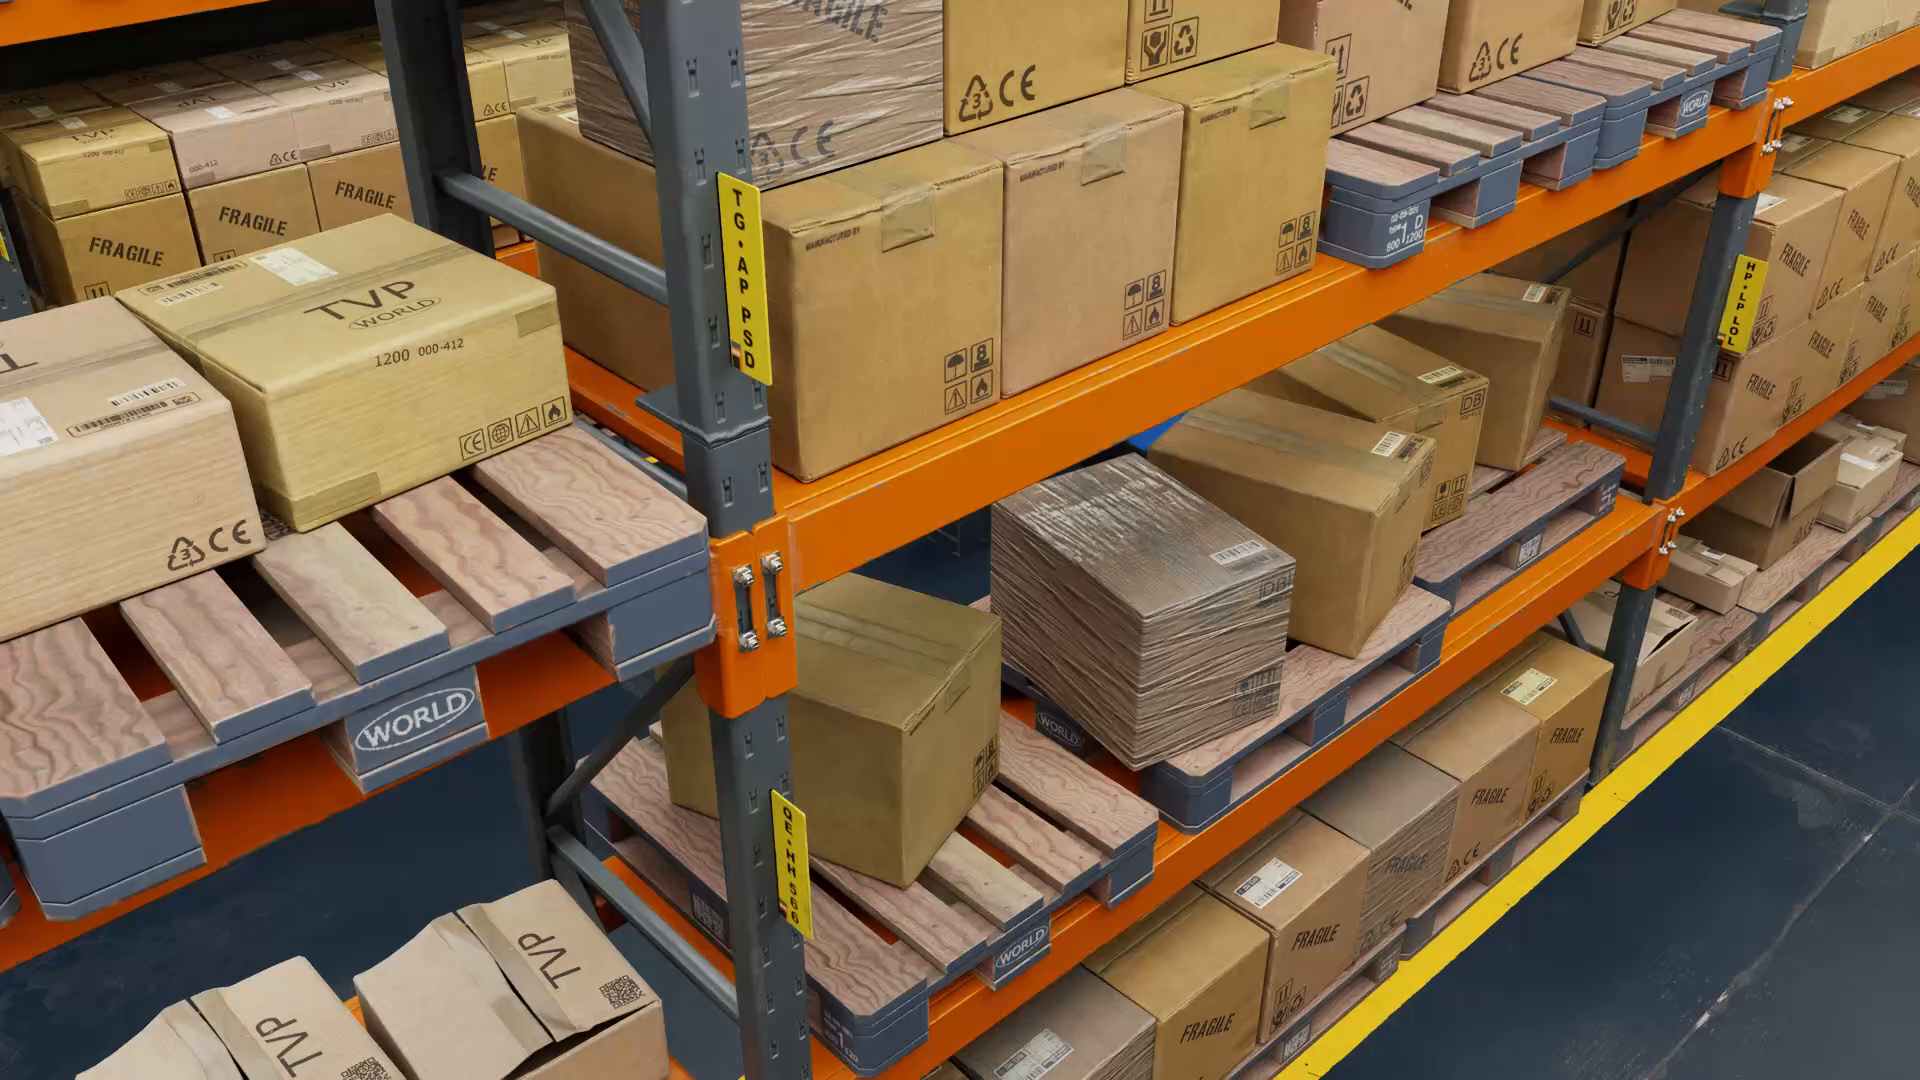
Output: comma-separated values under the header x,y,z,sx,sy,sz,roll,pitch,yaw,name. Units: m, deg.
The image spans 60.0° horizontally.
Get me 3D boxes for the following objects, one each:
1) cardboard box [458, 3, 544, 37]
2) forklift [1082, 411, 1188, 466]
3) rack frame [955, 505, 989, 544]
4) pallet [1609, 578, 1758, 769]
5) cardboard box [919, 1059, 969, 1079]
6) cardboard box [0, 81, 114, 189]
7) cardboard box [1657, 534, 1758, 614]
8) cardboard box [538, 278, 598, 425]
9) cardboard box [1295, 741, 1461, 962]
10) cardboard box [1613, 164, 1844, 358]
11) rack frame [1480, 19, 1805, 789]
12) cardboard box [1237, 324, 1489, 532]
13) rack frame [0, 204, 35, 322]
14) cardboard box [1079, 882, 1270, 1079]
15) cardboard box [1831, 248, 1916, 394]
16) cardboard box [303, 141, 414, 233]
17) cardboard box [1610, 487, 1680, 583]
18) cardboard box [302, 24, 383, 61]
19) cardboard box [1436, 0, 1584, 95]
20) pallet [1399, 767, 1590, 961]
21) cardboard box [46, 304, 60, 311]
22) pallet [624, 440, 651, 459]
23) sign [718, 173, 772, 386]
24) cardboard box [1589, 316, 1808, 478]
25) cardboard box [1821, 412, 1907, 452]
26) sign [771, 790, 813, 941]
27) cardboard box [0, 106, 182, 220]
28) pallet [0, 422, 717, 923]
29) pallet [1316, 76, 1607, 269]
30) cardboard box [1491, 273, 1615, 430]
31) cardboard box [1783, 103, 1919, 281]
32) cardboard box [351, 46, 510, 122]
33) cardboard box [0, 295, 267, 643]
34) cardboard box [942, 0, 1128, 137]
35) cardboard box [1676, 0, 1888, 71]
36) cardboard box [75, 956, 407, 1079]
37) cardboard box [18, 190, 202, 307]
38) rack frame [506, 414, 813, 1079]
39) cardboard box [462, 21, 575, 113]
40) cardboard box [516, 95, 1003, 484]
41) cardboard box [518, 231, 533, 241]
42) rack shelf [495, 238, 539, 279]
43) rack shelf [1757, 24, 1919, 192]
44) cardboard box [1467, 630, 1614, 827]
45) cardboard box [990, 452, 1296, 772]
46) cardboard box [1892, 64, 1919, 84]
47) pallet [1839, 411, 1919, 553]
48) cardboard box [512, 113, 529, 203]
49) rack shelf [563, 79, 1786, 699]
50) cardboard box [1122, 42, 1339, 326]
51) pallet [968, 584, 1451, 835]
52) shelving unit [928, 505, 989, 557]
x,y,z,sx,sy,sz,roll,pitch,yaw,name
-2.400,-2.462,8.282,0.500,0.250,0.500,-27,41,-37,cardboard box
1.914,-2.043,8.781,3.031,2.935,1.130,-23,38,-33,forklift
0.056,-0.539,7.982,0.006,1.200,0.240,-26,40,-35,rack frame
2.732,0.445,7.321,1.213,0.211,1.003,-26,40,-35,pallet
-0.177,1.744,4.498,0.500,0.500,0.500,-24,39,-34,cardboard box
-3.920,-1.735,7.093,0.500,0.250,0.500,-25,39,-34,cardboard box
3.311,0.142,7.436,0.250,0.166,0.380,-26,40,-35,cardboard box
-2.181,-1.061,8.768,0.750,0.750,0.750,-24,39,-34,cardboard box
1.325,1.011,5.695,0.500,0.500,0.500,-25,39,-35,cardboard box
2.765,-1.031,6.006,0.500,0.500,0.500,-25,39,-34,cardboard box
2.228,-0.502,6.195,0.127,3.000,1.000,-26,40,-35,rack frame
1.268,-0.373,5.486,0.500,0.500,0.700,-19,36,-28,cardboard box
-4.076,-0.977,6.972,0.127,3.000,1.000,-26,40,-35,rack frame
0.574,1.380,5.093,0.500,0.500,0.500,-26,40,-36,cardboard box
3.529,-0.980,6.882,0.500,0.500,0.500,-26,40,-36,cardboard box
-2.791,-1.587,7.570,0.500,0.500,0.500,-26,40,-36,cardboard box
3.003,-0.119,7.725,0.500,0.311,0.500,-26,40,-35,cardboard box
-2.786,-2.279,7.982,0.500,0.250,0.500,-27,40,-36,cardboard box
1.334,-1.650,4.603,0.600,0.600,0.600,-26,40,-36,cardboard box
1.657,0.991,6.427,1.213,0.211,1.003,-26,40,-35,pallet
-3.677,-0.906,7.078,0.250,0.149,0.380,-26,40,-36,cardboard box
-1.657,-0.903,9.525,1.213,0.211,1.003,-26,40,-35,pallet
-0.334,-0.402,2.585,0.005,0.325,0.100,-26,40,-35,sign
2.787,-0.621,6.295,0.500,0.500,0.500,-25,39,-34,cardboard box
4.572,-0.503,8.492,0.250,0.166,0.380,-26,40,-35,cardboard box
-0.325,0.634,3.228,0.005,0.325,0.100,-26,40,-35,sign
-3.546,-1.547,6.786,0.500,0.250,0.500,-25,39,-34,cardboard box
-1.142,-0.007,2.692,1.003,0.211,1.213,-24,39,-33,pallet
0.944,-1.128,4.524,1.003,0.211,1.213,-26,40,-35,pallet
2.420,-0.820,6.620,0.500,0.500,0.500,-25,39,-35,cardboard box
3.520,-1.396,6.603,0.500,0.500,0.500,-27,41,-37,cardboard box
-2.440,-2.090,7.674,0.500,0.250,0.500,-27,40,-36,cardboard box
-1.371,-0.103,2.408,0.500,0.250,0.500,-25,39,-34,cardboard box
-0.007,-1.165,3.351,0.500,0.500,0.500,-26,40,-35,cardboard box
2.753,-1.795,5.579,0.500,0.250,0.500,-26,40,-35,cardboard box
-1.492,1.198,3.501,0.500,0.311,0.500,-26,40,-36,cardboard box
-3.546,-1.229,6.985,0.500,0.500,0.500,-24,39,-34,cardboard box
-0.705,0.917,3.875,0.127,3.000,1.000,-26,40,-35,rack frame
-2.067,-2.271,7.970,0.500,0.250,0.500,-25,39,-35,cardboard box
-0.408,-0.573,3.341,0.500,0.500,0.910,-26,40,-35,cardboard box
-2.159,-1.635,8.270,0.250,0.149,0.380,-27,41,-37,cardboard box
-2.609,-1.379,8.320,4.000,0.370,1.077,-26,40,-35,rack shelf
3.695,-2.184,6.761,4.000,0.370,1.077,-26,40,-35,rack shelf
2.061,0.662,6.267,0.500,0.500,0.500,-26,40,-36,cardboard box
0.481,0.177,4.586,0.500,0.500,0.700,-18,36,-27,cardboard box
4.275,-1.762,7.201,0.500,0.500,0.500,-25,39,-34,cardboard box
4.522,-0.421,8.736,1.213,0.211,1.003,-26,40,-35,pallet
-2.051,-1.954,8.170,0.500,0.500,0.500,-26,40,-35,cardboard box
0.762,-0.765,4.440,4.000,0.370,1.077,-26,40,-35,rack shelf
0.347,-0.938,3.938,0.500,0.500,0.910,-26,40,-35,cardboard box
0.718,0.307,5.056,1.213,0.211,1.003,-26,40,-35,pallet
-0.011,-0.507,7.929,0.189,1.200,0.258,-26,40,-35,shelving unit
